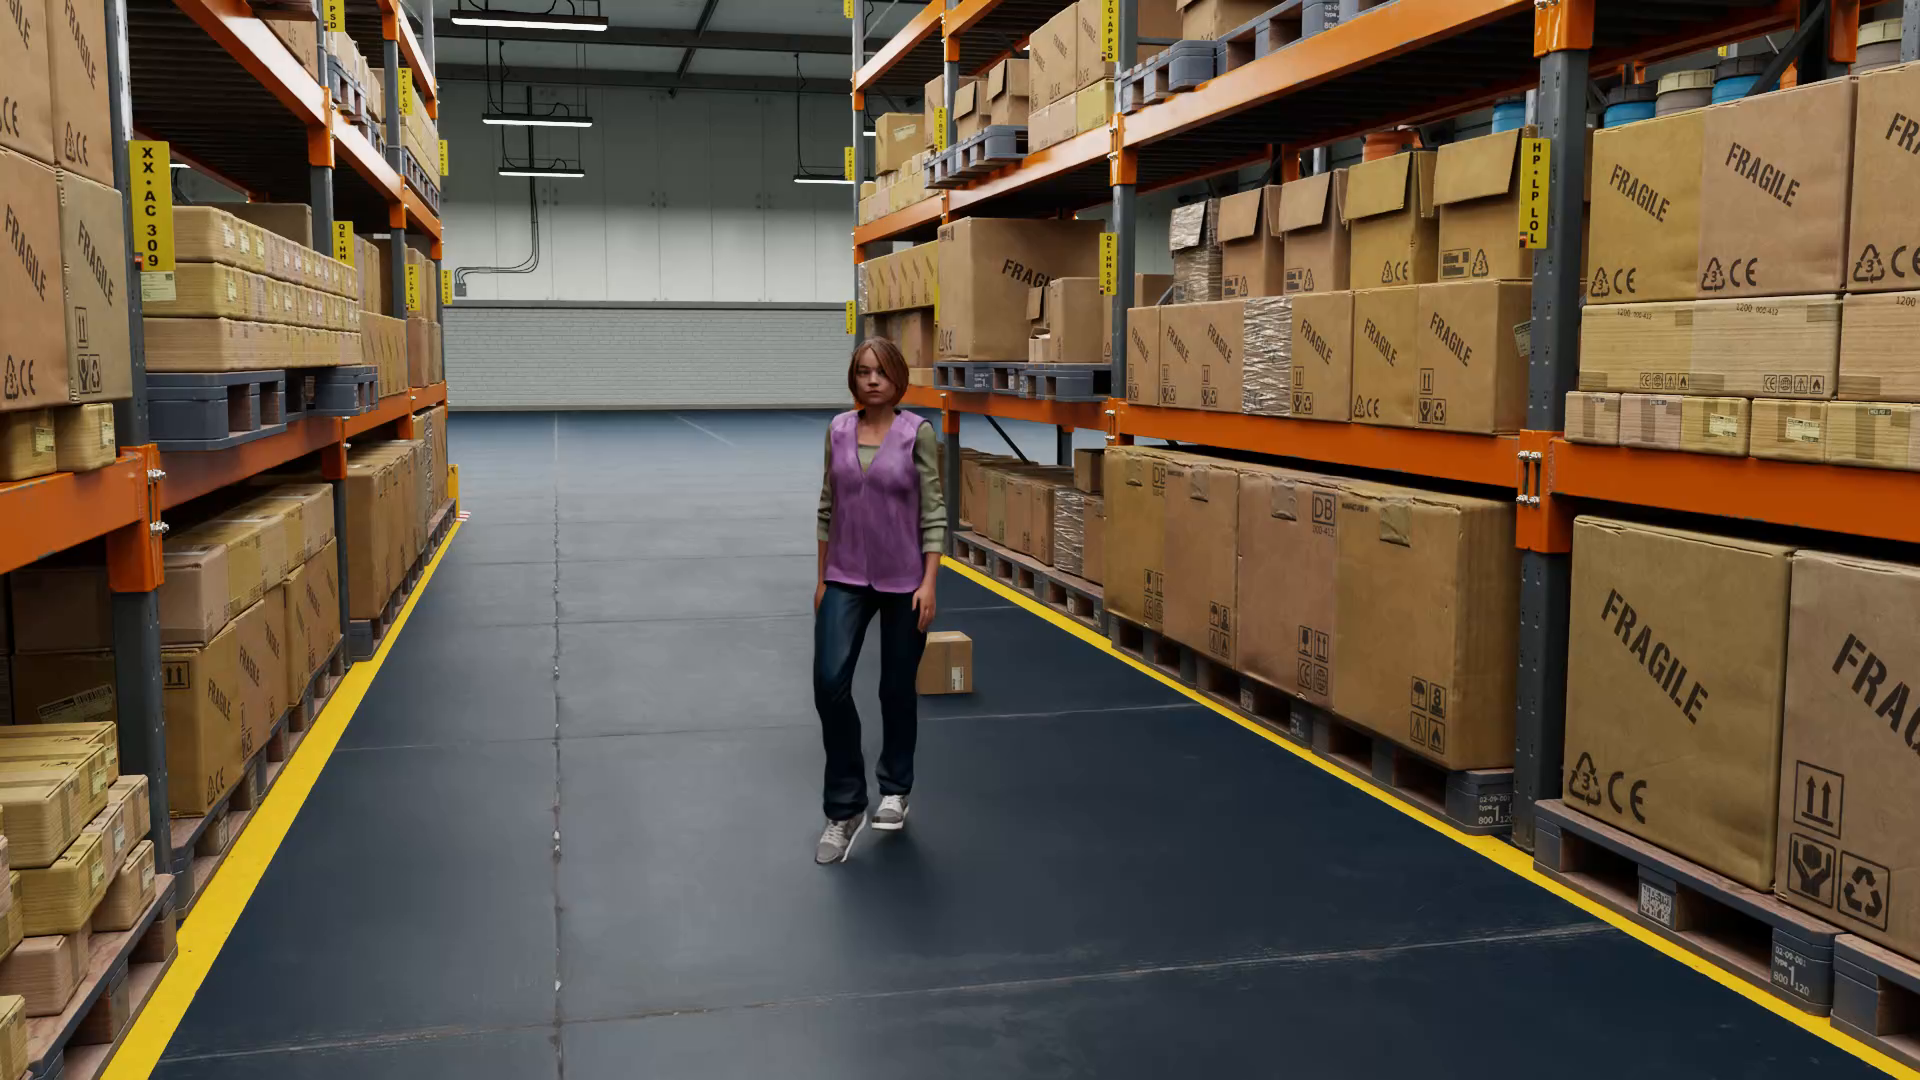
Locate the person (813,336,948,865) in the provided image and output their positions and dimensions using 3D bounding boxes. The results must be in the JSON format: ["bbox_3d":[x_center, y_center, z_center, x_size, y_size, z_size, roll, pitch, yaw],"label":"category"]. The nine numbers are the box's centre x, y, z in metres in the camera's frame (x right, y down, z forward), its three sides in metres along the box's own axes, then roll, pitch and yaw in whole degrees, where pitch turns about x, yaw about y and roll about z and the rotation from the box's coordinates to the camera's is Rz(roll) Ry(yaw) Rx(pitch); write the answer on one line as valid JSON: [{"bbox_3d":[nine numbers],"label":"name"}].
[{"bbox_3d":[-0.258,0.186,5.249,0.454,1.648,0.519,1,6,9],"label":"person"}]
